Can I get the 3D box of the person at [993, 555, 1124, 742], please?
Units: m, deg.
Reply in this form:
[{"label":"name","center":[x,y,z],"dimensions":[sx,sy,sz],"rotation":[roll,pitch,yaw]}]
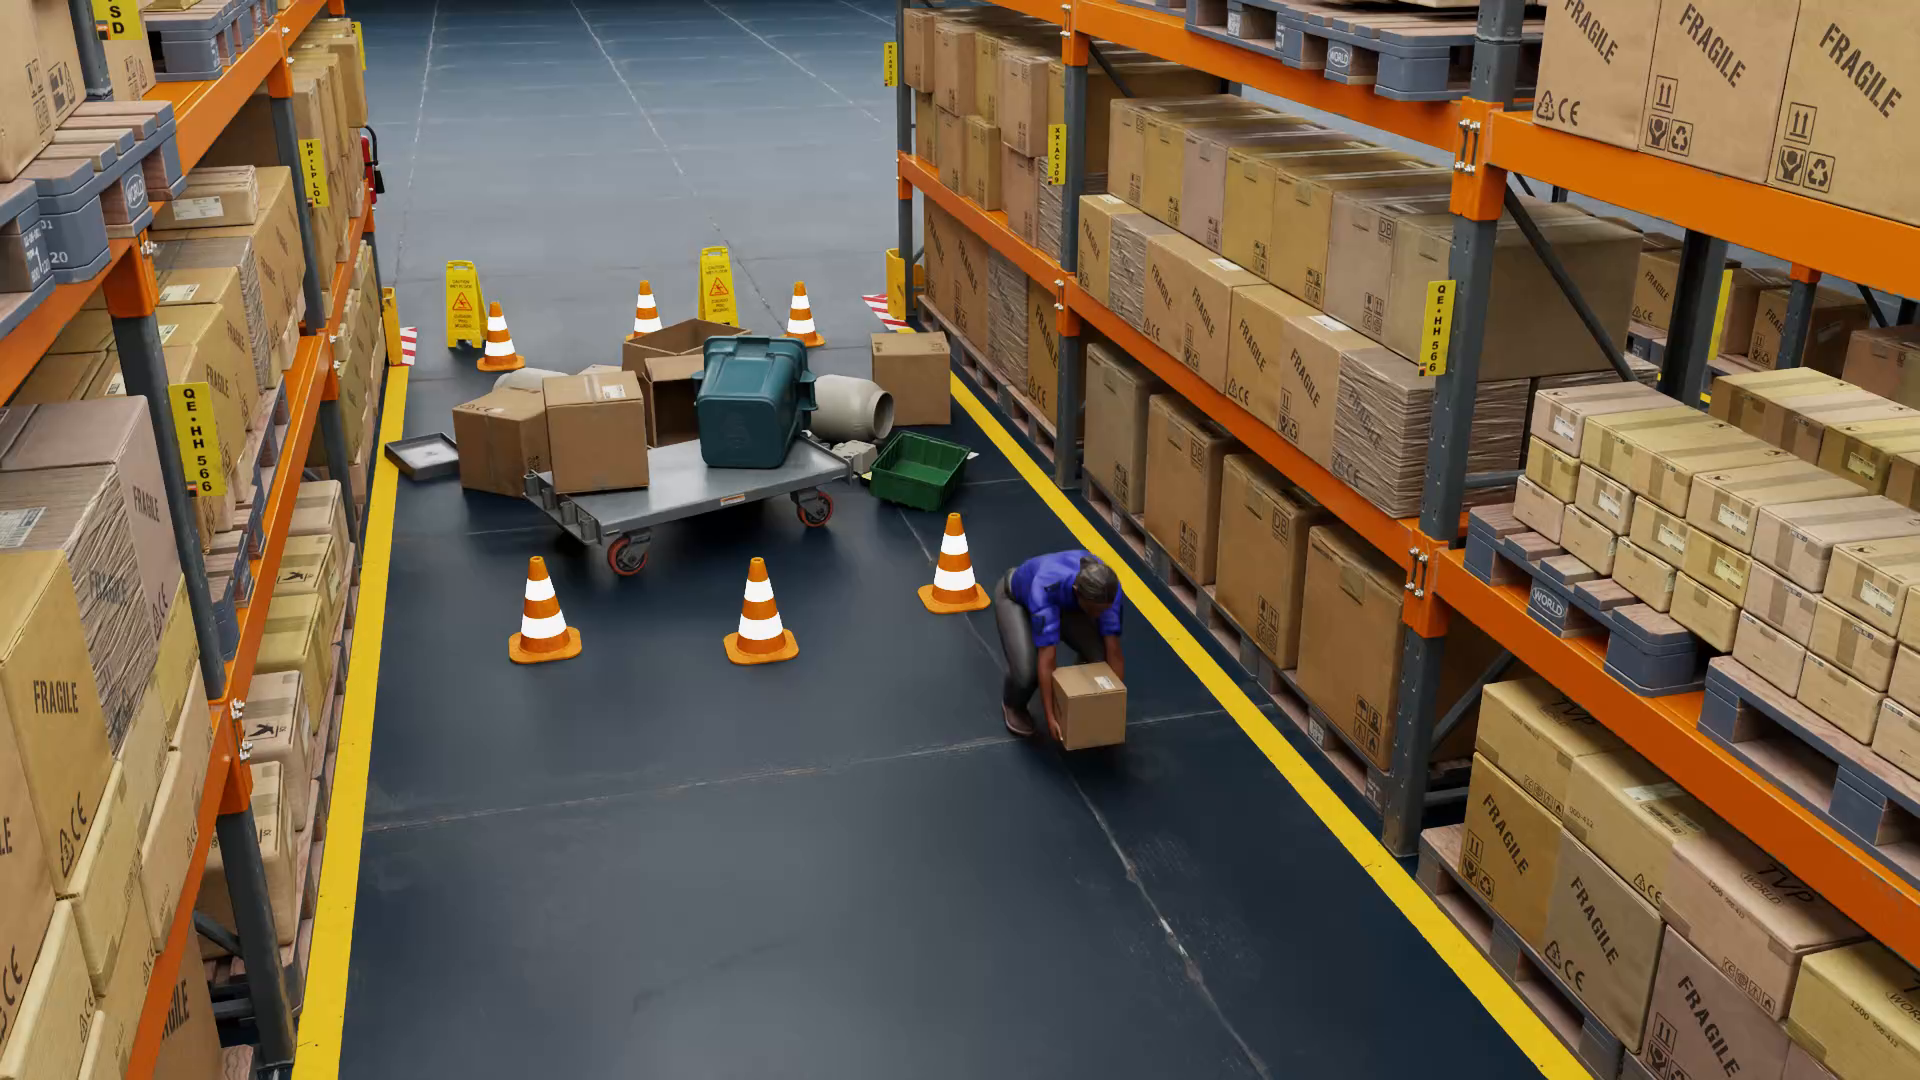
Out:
[{"label":"person","center":[0.430,0.423,7.043],"dimensions":[0.465,0.936,0.865],"rotation":[-7,24,-16]}]
